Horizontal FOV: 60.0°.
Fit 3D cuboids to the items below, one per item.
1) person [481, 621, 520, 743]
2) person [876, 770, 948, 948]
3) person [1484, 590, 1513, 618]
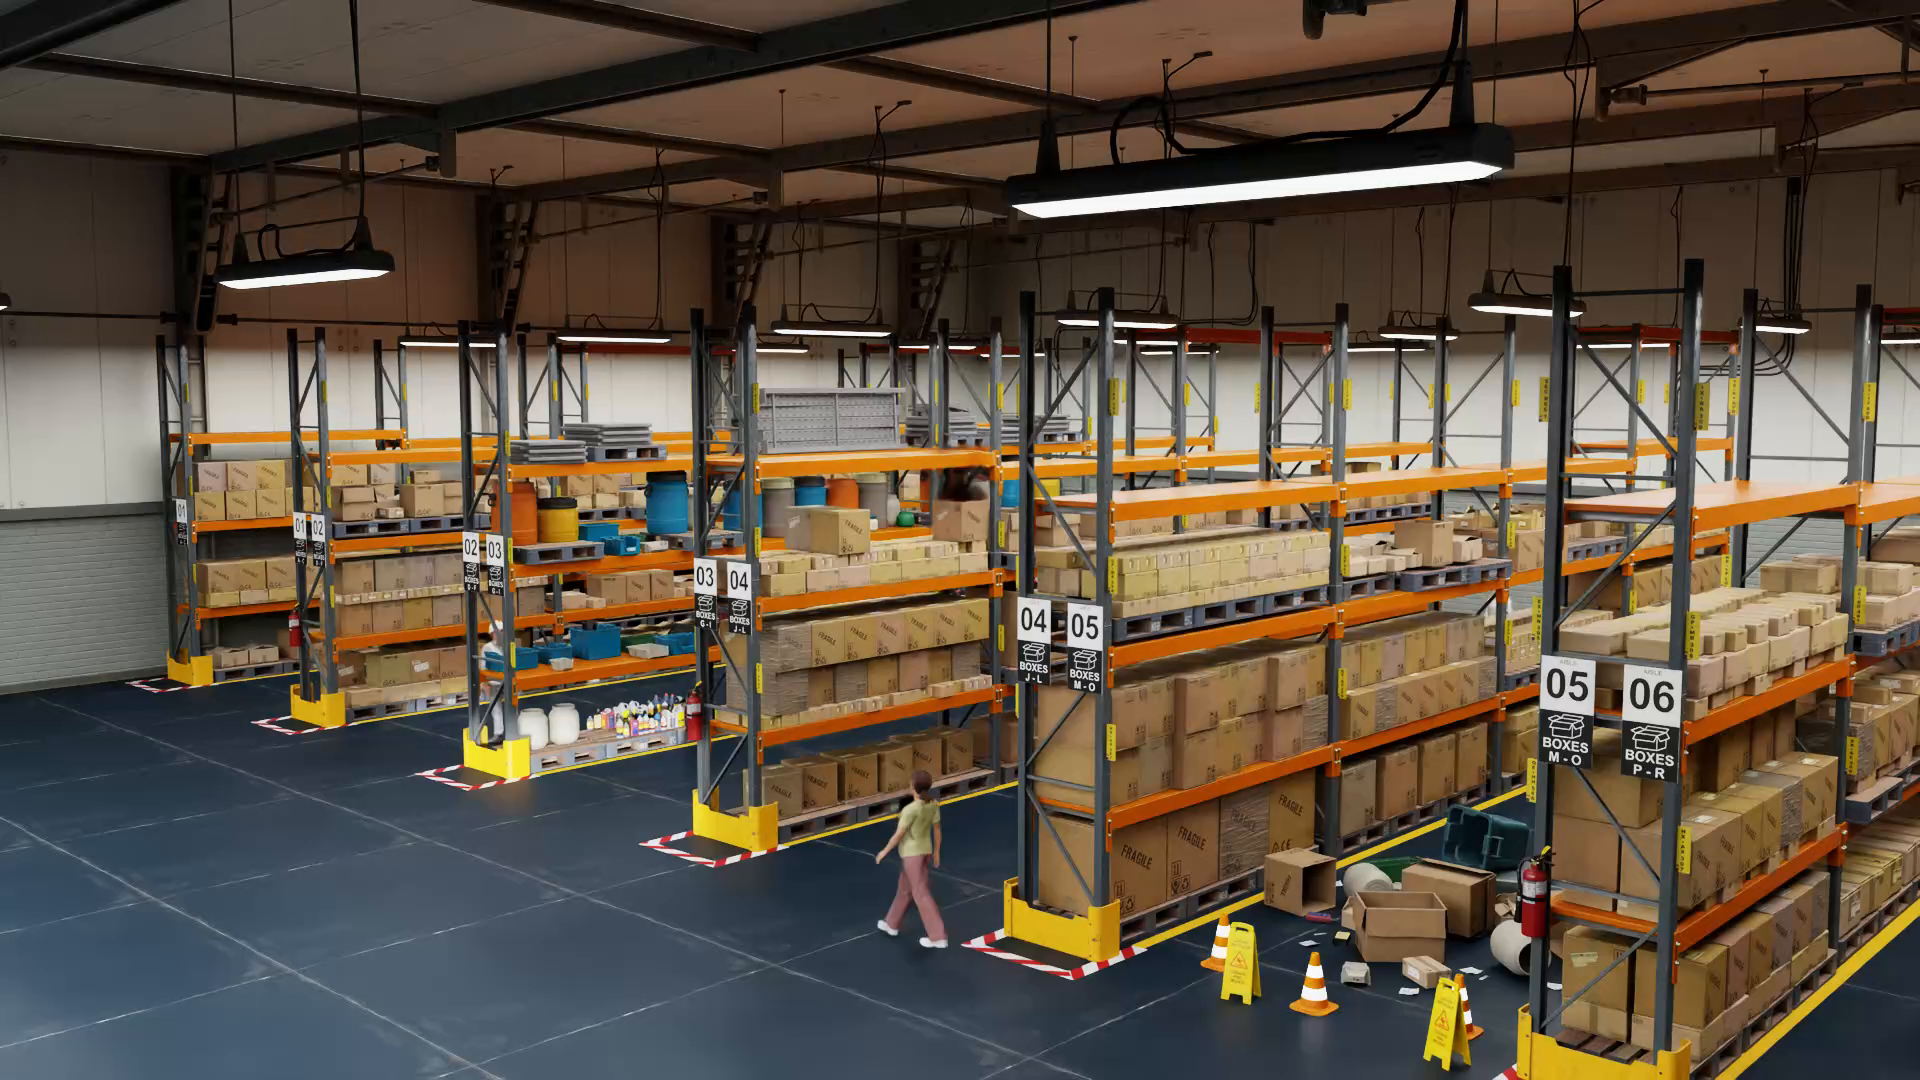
[{"bbox_3d":[-6.567,2.052,23.851,0.577,1.766,0.577,-2,6,-24],"label":"person"},{"bbox_3d":[-0.474,2.900,15.306,0.905,1.618,0.493,3,6,32],"label":"person"},{"bbox_3d":[9.541,1.555,29.397,0.569,1.672,0.454,1,6,13],"label":"person"}]
